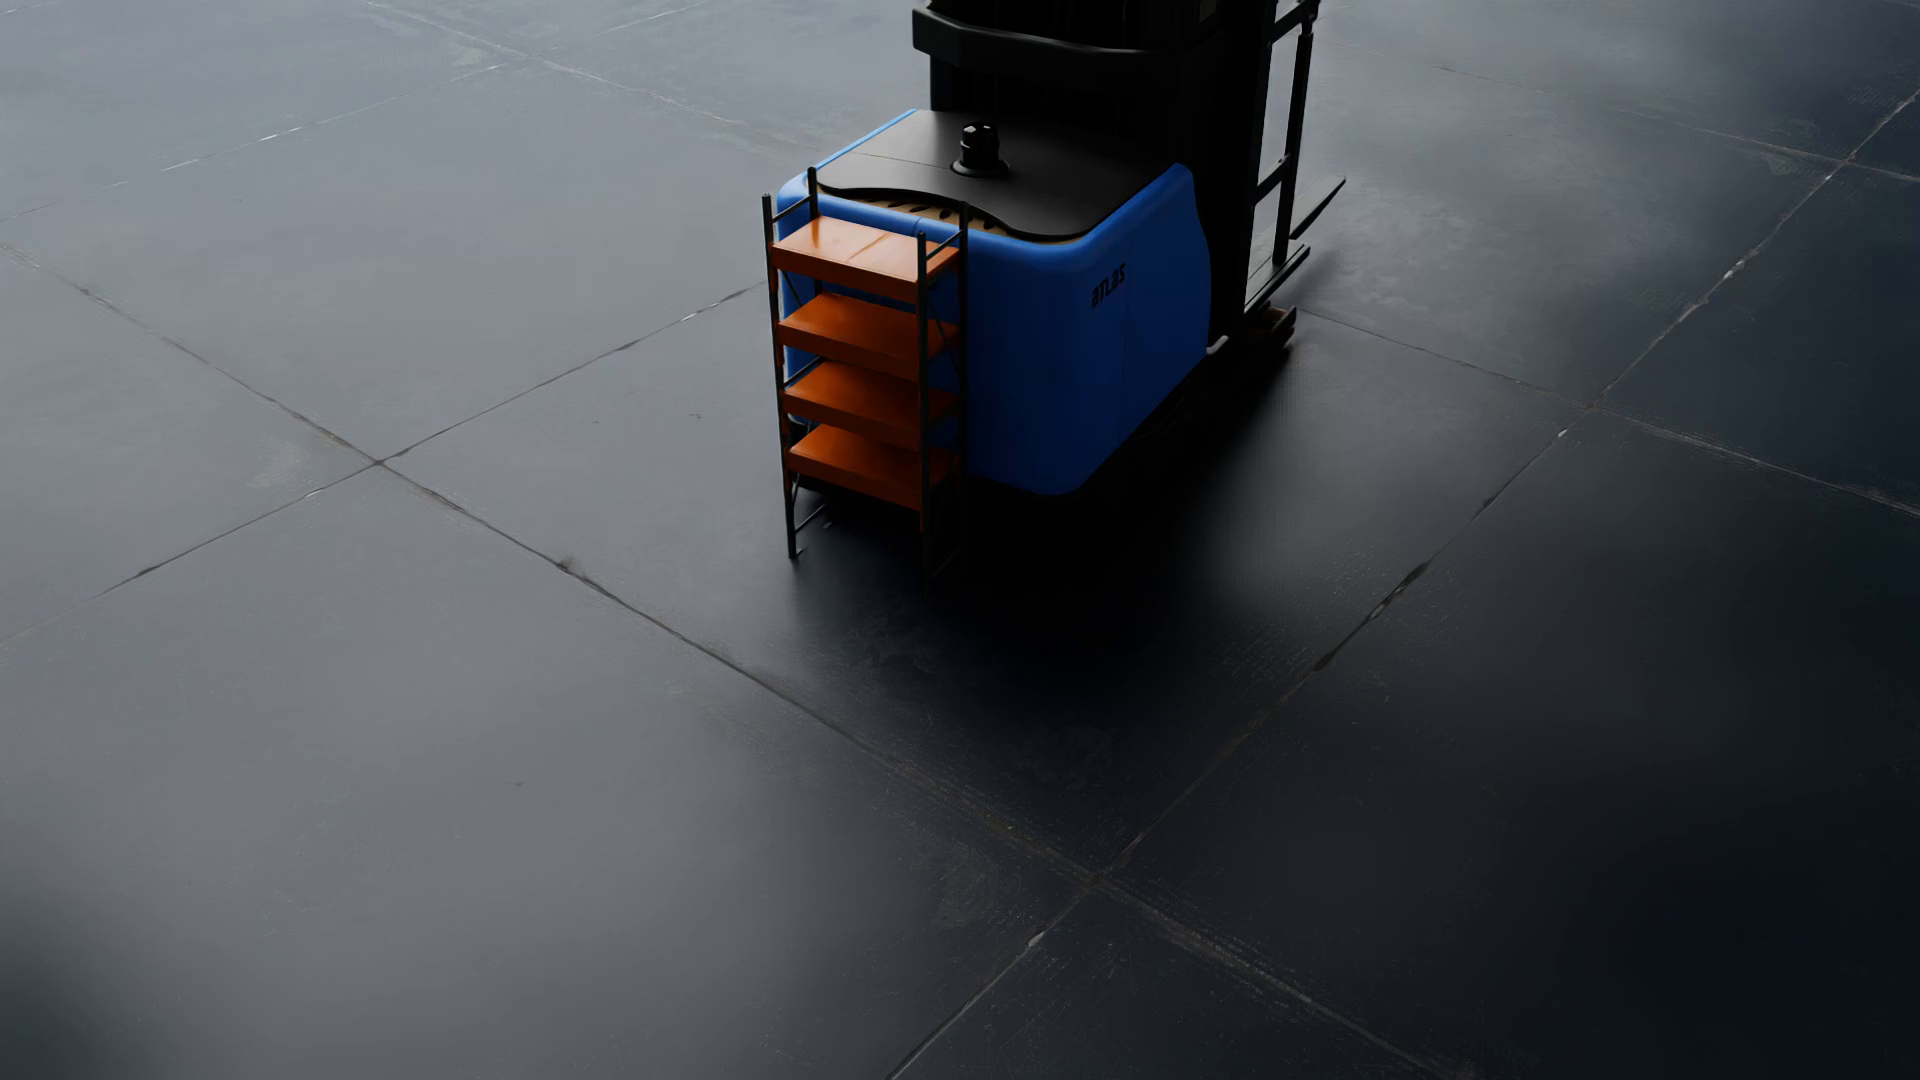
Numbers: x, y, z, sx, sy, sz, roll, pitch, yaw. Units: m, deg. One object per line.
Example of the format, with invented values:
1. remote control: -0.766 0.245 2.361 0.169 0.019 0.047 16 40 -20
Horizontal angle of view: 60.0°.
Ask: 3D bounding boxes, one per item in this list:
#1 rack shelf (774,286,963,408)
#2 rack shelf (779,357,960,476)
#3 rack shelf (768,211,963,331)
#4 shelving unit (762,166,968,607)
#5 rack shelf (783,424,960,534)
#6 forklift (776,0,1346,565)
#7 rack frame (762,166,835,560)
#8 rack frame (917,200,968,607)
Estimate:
1. rack shelf: -0.256 -0.552 4.717 0.480 0.148 0.258 18 39 24
2. rack shelf: -0.255 -0.369 4.844 0.480 0.148 0.258 18 39 24
3. rack shelf: -0.256 -0.747 4.582 0.480 0.148 0.258 18 39 24
4. shelving unit: -0.255 -0.424 4.806 0.503 1.200 0.258 18 39 24
5. rack shelf: -0.254 -0.206 4.958 0.480 0.148 0.258 18 39 24
6. forklift: 0.612 -1.942 5.488 1.130 2.935 3.031 18 38 24
7. rack frame: -0.467 -0.493 4.906 0.015 1.200 0.240 18 39 24
8. rack frame: -0.043 -0.355 4.706 0.015 1.200 0.240 18 39 24
